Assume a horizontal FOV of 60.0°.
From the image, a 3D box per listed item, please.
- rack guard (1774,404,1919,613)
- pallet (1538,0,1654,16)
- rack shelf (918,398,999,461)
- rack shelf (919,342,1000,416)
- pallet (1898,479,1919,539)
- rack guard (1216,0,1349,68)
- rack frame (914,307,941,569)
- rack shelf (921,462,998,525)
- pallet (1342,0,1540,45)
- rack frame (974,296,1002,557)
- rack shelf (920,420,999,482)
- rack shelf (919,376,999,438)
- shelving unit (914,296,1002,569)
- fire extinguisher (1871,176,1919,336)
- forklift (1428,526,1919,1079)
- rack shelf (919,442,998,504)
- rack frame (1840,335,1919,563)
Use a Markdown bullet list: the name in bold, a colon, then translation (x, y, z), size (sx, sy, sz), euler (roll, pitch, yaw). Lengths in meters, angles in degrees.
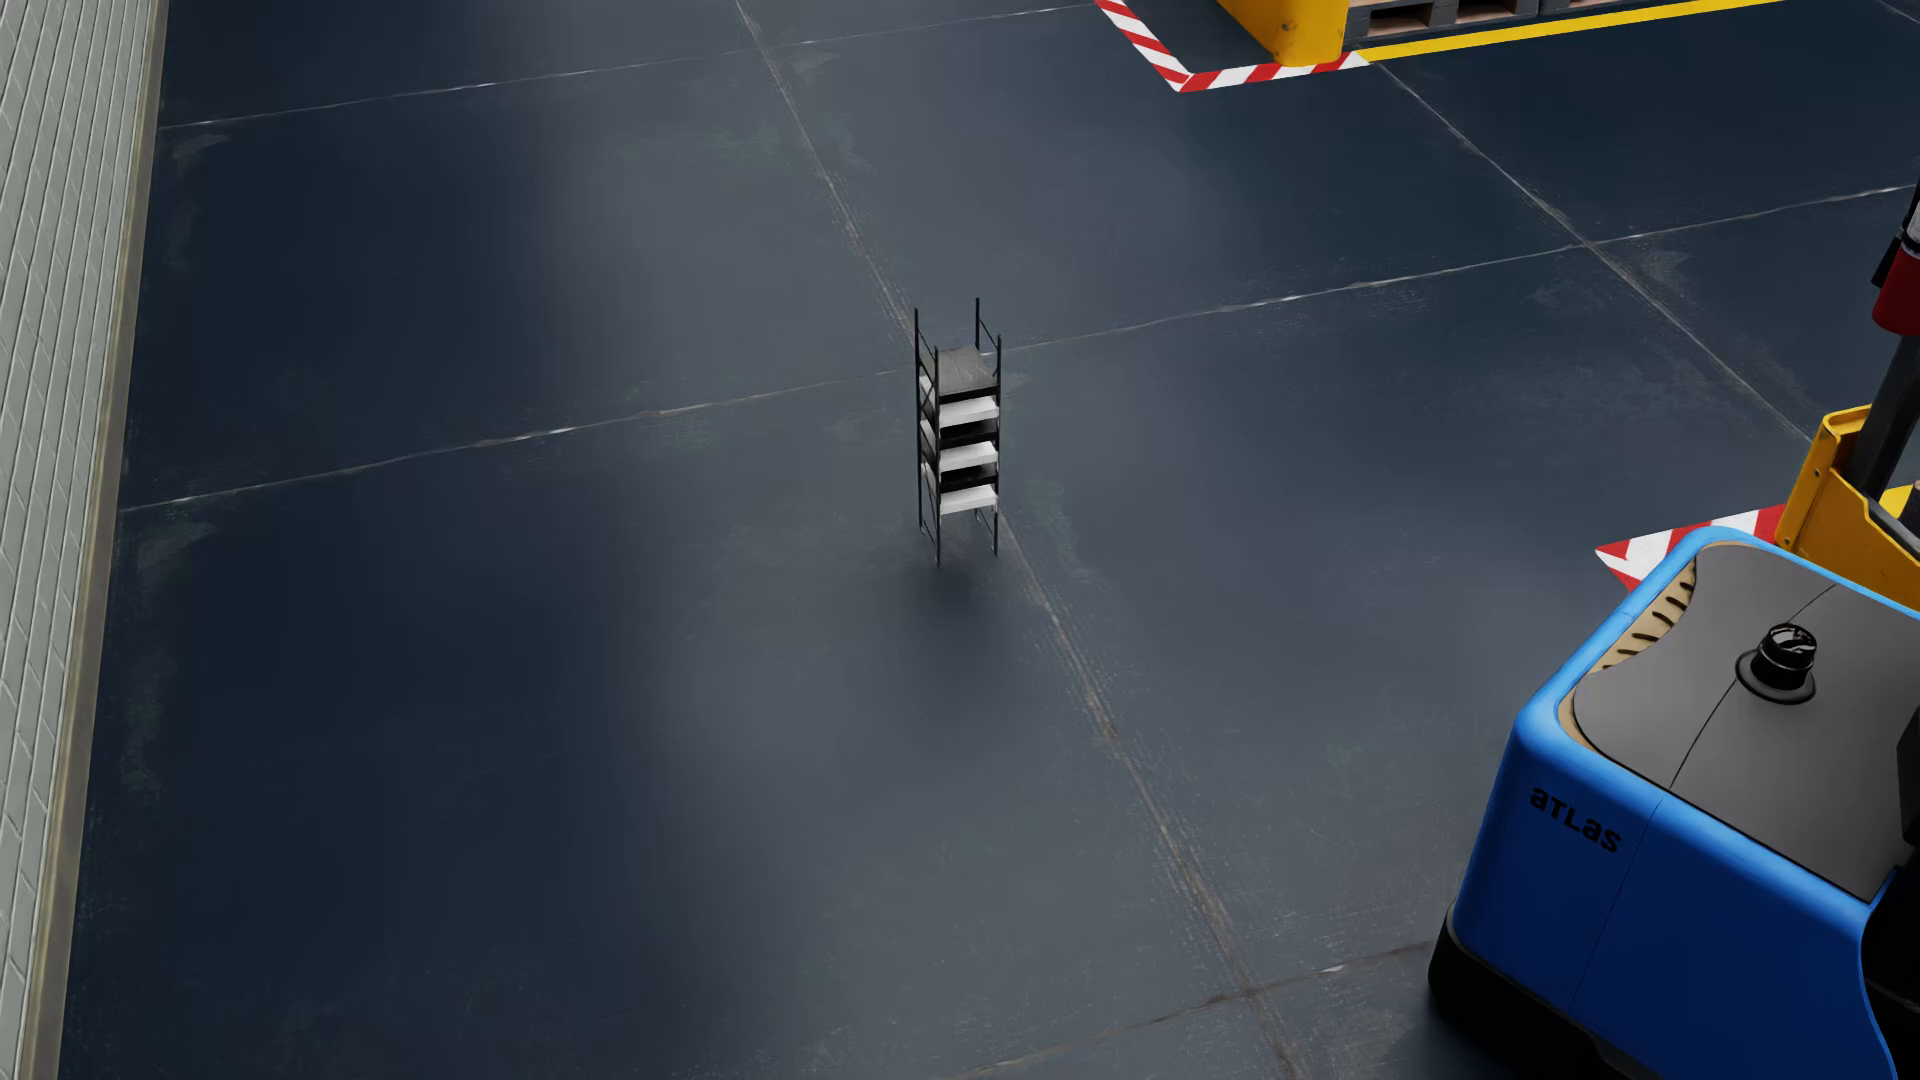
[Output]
- **rack guard**: translation (3.139, 0.118, 5.235), size (0.348, 0.500, 1.175), euler (-12, 42, -13)
- **pallet**: translation (3.571, -3.340, 9.413), size (1.213, 0.211, 1.003), euler (-12, 42, -13)
- **rack shelf**: translation (-0.008, -0.380, 5.415), size (0.200, 0.077, 0.258), euler (-12, 42, -13)
- **rack shelf**: translation (-0.008, -0.516, 5.296), size (0.200, 0.077, 0.258), euler (-12, 42, -13)
- **pallet**: translation (3.957, 0.075, 5.504), size (1.213, 0.211, 1.003), euler (-12, 42, -13)
- **rack guard**: translation (1.648, -2.998, 8.802), size (0.348, 0.500, 1.175), euler (-12, 42, -13)
- **rack frame**: translation (-0.105, -0.317, 5.429), size (0.006, 0.900, 0.240), euler (-12, 42, -13)
- **rack shelf**: translation (-0.008, -0.177, 5.592), size (0.200, 0.077, 0.258), euler (-12, 42, -13)
- **pallet**: translation (2.410, -3.102, 9.140), size (1.213, 0.211, 1.003), euler (-12, 42, -13)
- **rack frame**: translation (0.089, -0.357, 5.475), size (0.006, 0.900, 0.240), euler (-12, 42, -13)
- **rack shelf**: translation (-0.008, -0.312, 5.474), size (0.200, 0.077, 0.258), euler (-12, 42, -13)
- **rack shelf**: translation (-0.008, -0.448, 5.356), size (0.200, 0.077, 0.258), euler (-12, 42, -13)
- **shelving unit**: translation (-0.008, -0.337, 5.452), size (0.210, 0.900, 0.258), euler (-12, 42, -13)
- **fire extinguisher**: translation (2.878, -0.922, 4.868), size (0.183, 0.674, 0.296), euler (-12, 42, -13)
- **forklift**: translation (2.633, 0.540, 2.904), size (3.031, 2.935, 1.130), euler (32, 50, 31)
- **rack shelf**: translation (-0.008, -0.244, 5.533), size (0.200, 0.077, 0.258), euler (-12, 42, -13)
- **rack frame**: translation (3.158, -0.836, 4.427), size (0.127, 3.000, 1.000), euler (-12, 42, -13)
